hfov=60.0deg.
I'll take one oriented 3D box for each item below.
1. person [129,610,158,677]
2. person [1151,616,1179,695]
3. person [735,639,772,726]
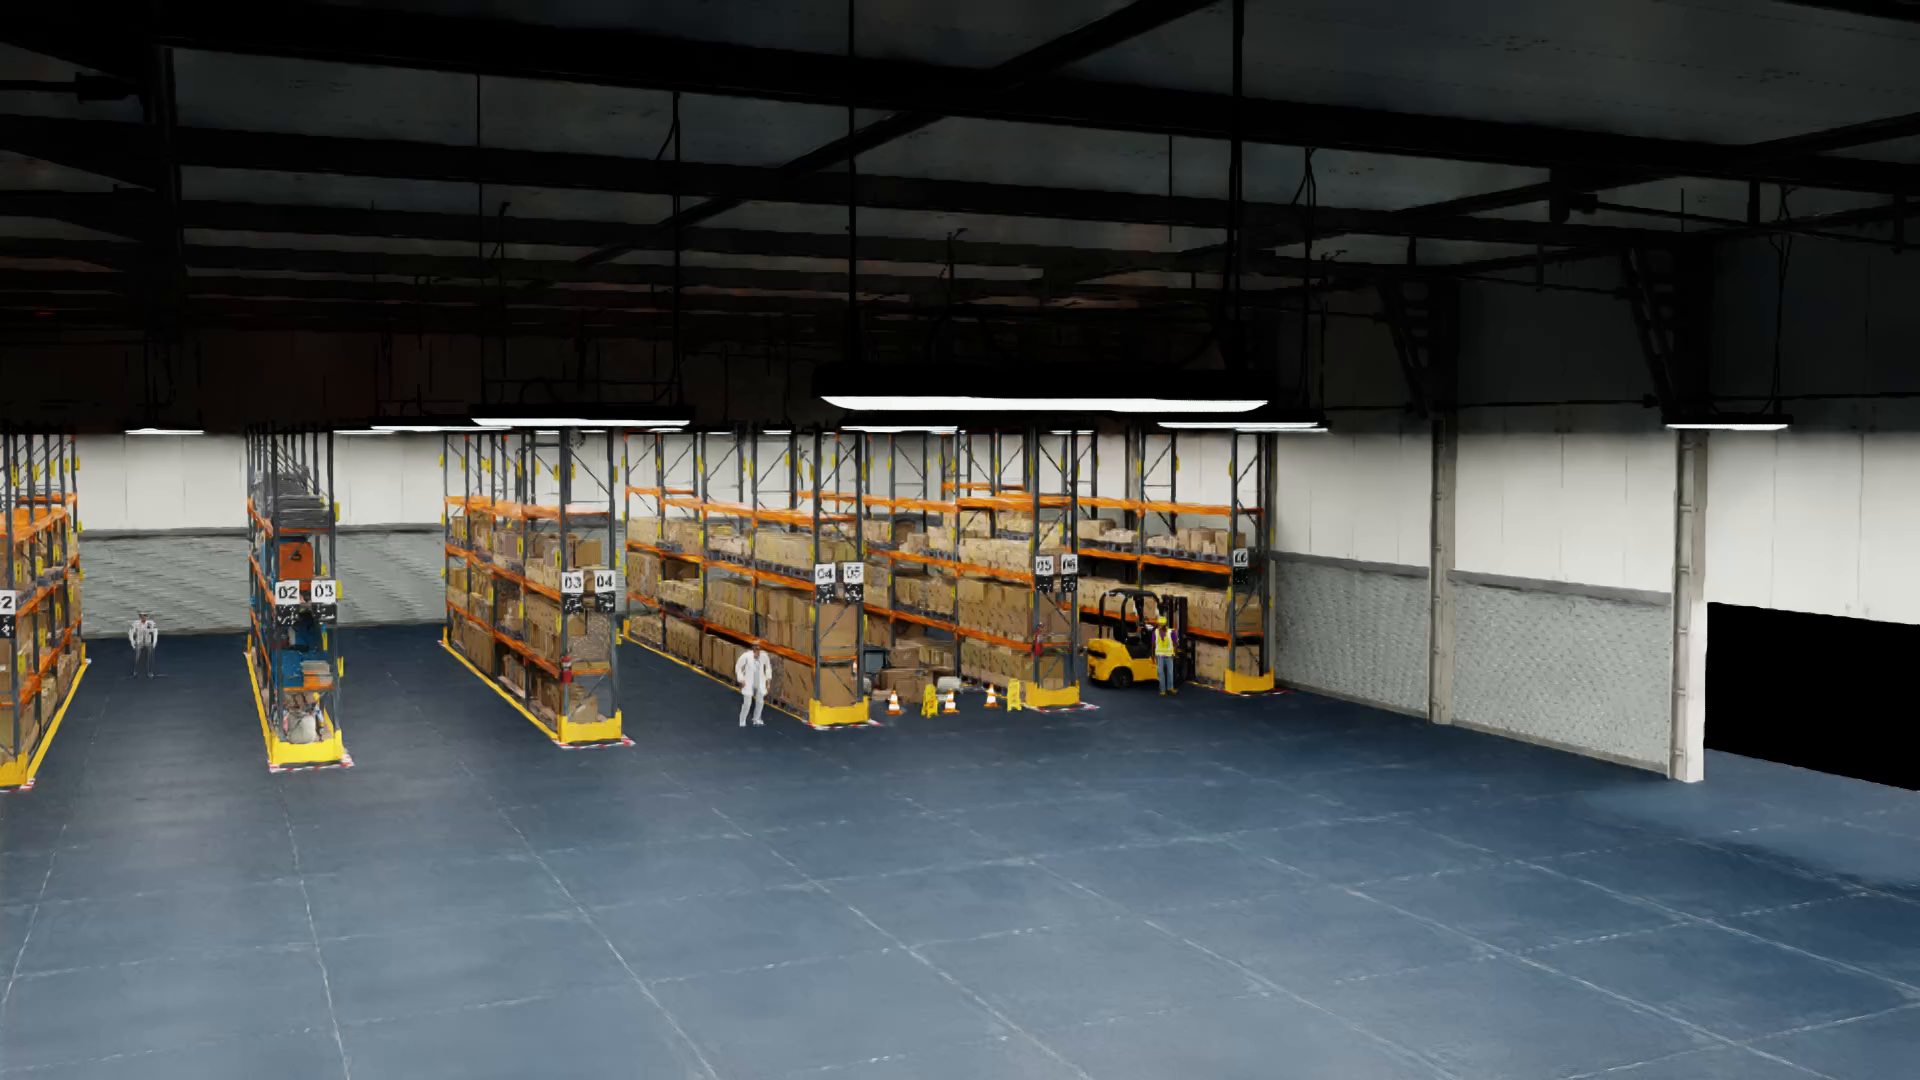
[{"bbox_3d":[-19.382,2.447,39.487,0.639,1.632,0.506,-2,4,-27],"label":"person"},{"bbox_3d":[4.544,2.549,36.861,0.607,1.752,0.574,1,4,11],"label":"person"},{"bbox_3d":[-4.083,2.809,32.831,0.729,1.733,0.546,-2,4,-27],"label":"person"}]
